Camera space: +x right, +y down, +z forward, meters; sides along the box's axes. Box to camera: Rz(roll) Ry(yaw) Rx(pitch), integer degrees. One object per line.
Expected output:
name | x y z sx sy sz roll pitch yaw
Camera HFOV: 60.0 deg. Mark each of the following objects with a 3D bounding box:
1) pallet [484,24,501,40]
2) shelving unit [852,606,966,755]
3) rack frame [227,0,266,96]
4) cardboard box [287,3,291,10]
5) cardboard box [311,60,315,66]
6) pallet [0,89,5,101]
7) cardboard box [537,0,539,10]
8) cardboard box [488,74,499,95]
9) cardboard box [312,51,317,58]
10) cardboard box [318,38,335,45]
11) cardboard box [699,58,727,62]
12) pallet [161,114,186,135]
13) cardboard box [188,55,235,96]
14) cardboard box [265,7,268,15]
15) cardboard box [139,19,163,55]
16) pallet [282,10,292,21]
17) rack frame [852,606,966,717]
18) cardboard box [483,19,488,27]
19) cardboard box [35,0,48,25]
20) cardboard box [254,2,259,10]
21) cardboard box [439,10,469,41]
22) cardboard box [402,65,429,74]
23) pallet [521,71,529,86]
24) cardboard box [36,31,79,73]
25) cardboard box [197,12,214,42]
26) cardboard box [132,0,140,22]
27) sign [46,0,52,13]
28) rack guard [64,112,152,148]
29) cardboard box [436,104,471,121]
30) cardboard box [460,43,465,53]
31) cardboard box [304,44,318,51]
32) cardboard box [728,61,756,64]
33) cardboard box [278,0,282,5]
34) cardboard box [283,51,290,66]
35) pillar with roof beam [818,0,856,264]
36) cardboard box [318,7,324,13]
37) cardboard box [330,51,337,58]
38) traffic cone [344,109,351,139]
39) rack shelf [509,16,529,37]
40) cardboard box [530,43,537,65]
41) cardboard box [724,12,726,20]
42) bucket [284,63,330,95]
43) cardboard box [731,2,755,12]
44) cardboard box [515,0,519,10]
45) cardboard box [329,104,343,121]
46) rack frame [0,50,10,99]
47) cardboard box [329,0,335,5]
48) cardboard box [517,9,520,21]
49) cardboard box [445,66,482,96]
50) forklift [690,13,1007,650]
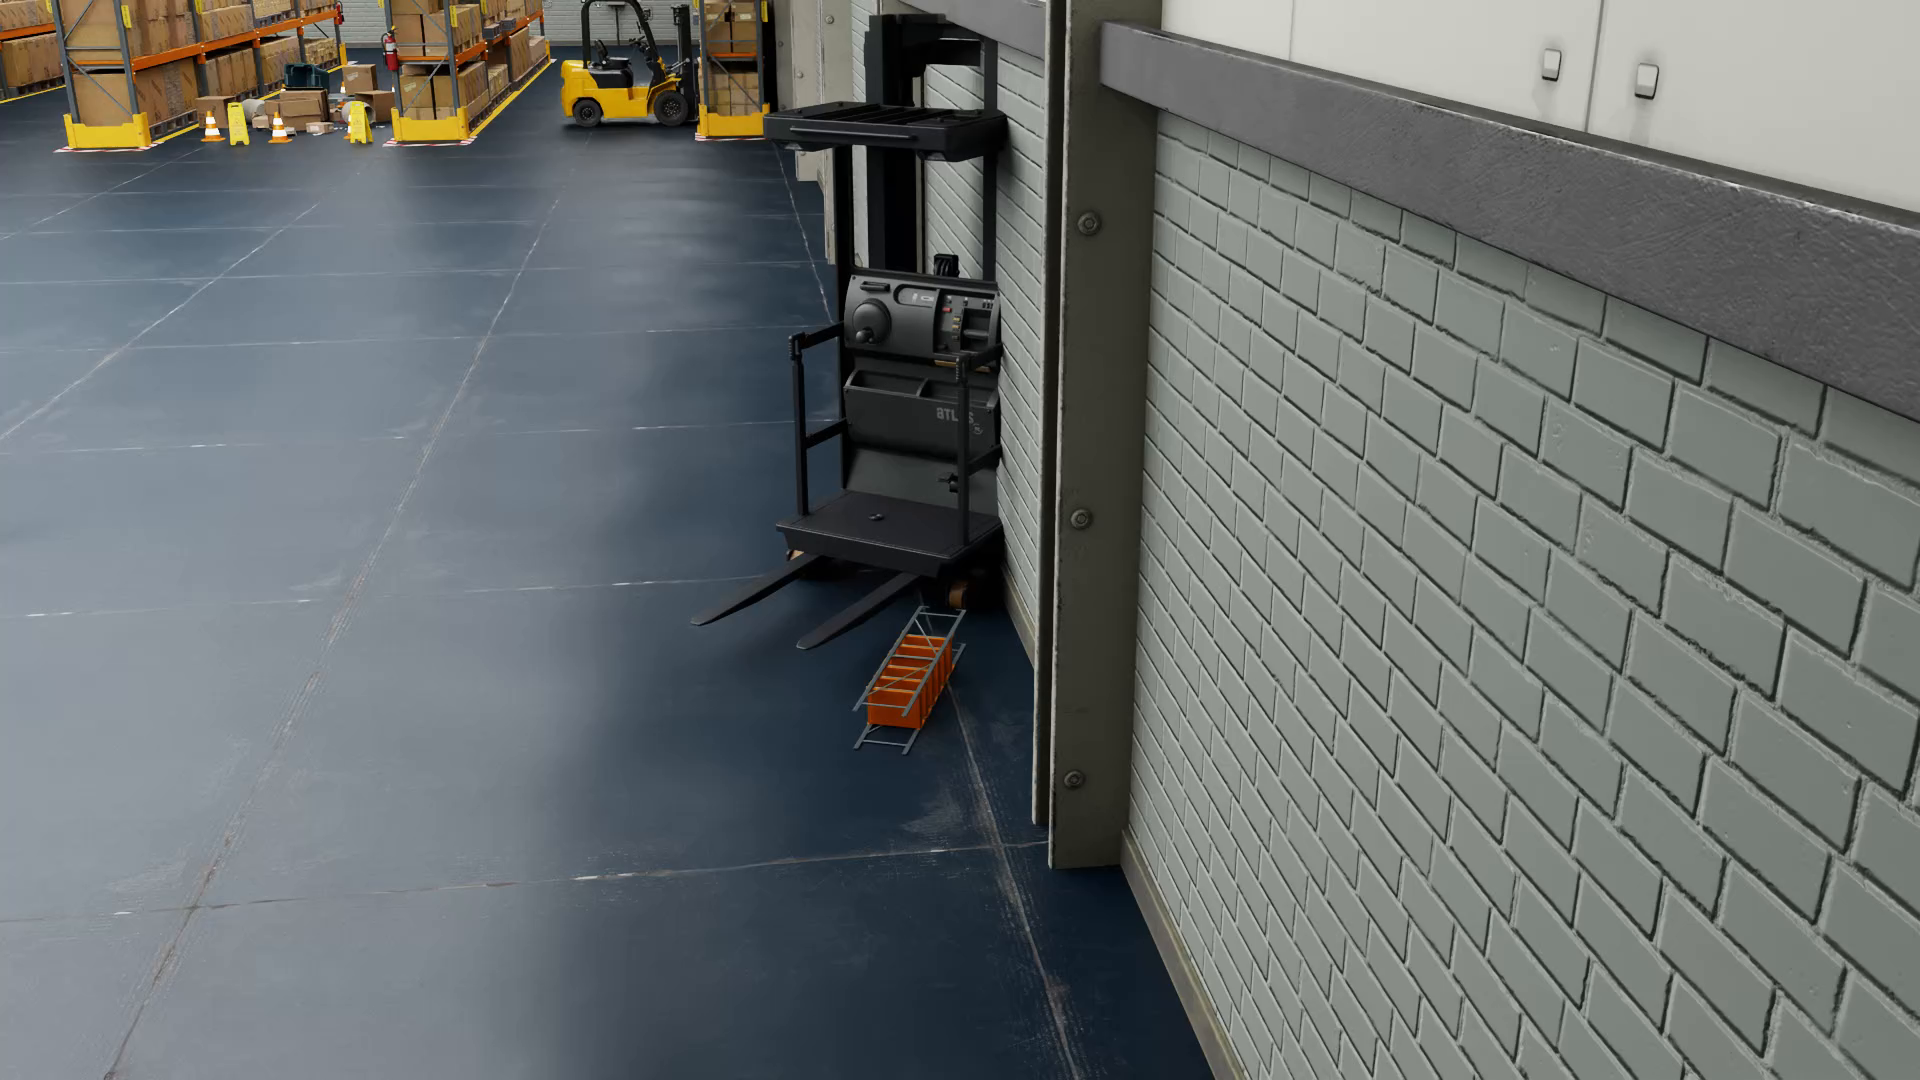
pallet | -9.235 -9.562 31.305 1.003 0.211 1.213 -3 21 -8
shelving unit | -0.217 0.631 7.750 0.258 0.189 1.200 5 21 12
rack frame | -14.729 -10.480 33.489 1.000 3.000 0.127 -3 21 -8
cardboard box | -15.052 -11.817 36.826 0.380 0.149 0.250 -3 21 -9
cardboard box | -15.078 -10.961 38.250 0.380 0.149 0.250 -2 21 -6
pallet | -19.540 -8.688 32.676 1.003 0.211 1.213 -3 21 -8
cardboard box | -10.609 -13.253 40.771 0.500 0.500 0.500 -3 21 -9
cardboard box | -9.453 -8.776 32.081 0.950 0.372 0.625 -2 21 -4
cardboard box | -15.289 -11.363 38.902 0.380 0.149 0.250 -2 21 -5
cardboard box | -15.555 -12.219 40.770 0.380 0.149 0.250 -3 21 -7
cardboard box | -4.598 -8.825 30.959 0.500 0.250 0.500 -3 21 -9
pallet | -13.941 -7.098 28.420 1.003 0.211 1.213 -3 21 -8
cardboard box | -14.466 -8.783 31.559 1.050 0.750 0.750 -3 21 -8
cardboard box | -14.752 -11.096 34.897 0.380 0.149 0.250 -2 21 -6
cardboard box | -13.731 -8.296 27.427 0.875 0.550 0.550 -3 21 -8
pallet | -15.339 -11.503 36.502 1.003 0.211 1.213 -3 21 -8
rack frame | -0.217 0.545 7.718 0.240 0.006 1.200 5 21 12
cardboard box | -9.035 -9.666 31.068 0.380 0.149 0.250 -3 21 -7
cardboard box | -19.744 -11.196 35.264 0.500 0.500 0.500 -3 21 -8
cardboard box | -14.641 -10.970 34.134 0.380 0.149 0.250 -2 21 -5
cardboard box | -8.638 -8.715 28.194 0.500 0.500 0.500 -3 21 -9
cardboard box | -9.185 -7.947 28.036 0.380 0.149 0.250 -2 21 -6
pallet | -10.057 -10.157 36.608 1.003 0.211 1.213 -3 21 -8
cardboard box | -20.116 -10.631 36.328 1.225 0.875 0.875 -3 21 -8
cardboard box | -13.962 -9.338 30.287 0.500 0.500 0.500 -3 21 -7
cardboard box | -13.761 -8.603 26.704 0.875 0.550 0.550 -3 21 -8
sign | -14.114 -8.341 25.768 0.100 0.325 0.005 -3 21 -8
rack guard | -13.572 -6.531 26.488 1.175 0.500 0.348 -3 21 -8
cardboard box | -8.534 -7.197 28.028 0.500 0.250 0.500 -3 21 -8
cardboard box | -8.535 -8.278 27.952 0.380 0.149 0.250 -3 21 -7
cardboard box | -15.232 -11.500 38.842 0.380 0.149 0.250 -2 21 -7
cardboard box | -4.007 -8.673 30.552 0.500 0.250 0.500 -3 21 -9
cardboard box | -14.937 -11.684 36.046 0.380 0.149 0.250 -4 21 -10
cardboard box | -14.806 -10.292 35.957 0.500 0.500 0.500 -3 21 -9
pillar with roof beam | -5.519 -6.972 15.521 9.100 9.000 0.400 -3 21 -8
cardboard box | -15.437 -12.680 39.737 0.380 0.149 0.250 -4 21 -10
cardboard box | -15.462 -11.856 40.646 0.380 0.149 0.250 -2 21 -6
traffic cone | -10.030 -6.890 27.503 0.336 0.463 0.334 -3 21 -8
rack shelf | -10.133 -11.120 36.231 1.077 0.370 4.000 -3 21 -8
cardboard box | -10.406 -11.369 38.930 0.875 0.438 0.875 -3 21 -9
cardboard box | -4.151 -8.883 28.143 0.380 0.149 0.250 -3 21 -7
bucket | -11.851 -8.343 30.273 0.726 0.611 0.620 4 11 11
cardboard box | -3.617 -8.864 27.666 0.380 0.149 0.250 -3 21 -9
cardboard box | -9.867 -11.645 36.108 0.500 0.250 0.500 -3 21 -7
cardboard box | -11.275 -7.709 29.976 0.396 0.266 0.258 17 27 39
rack frame | -19.651 -10.265 32.913 1.000 3.000 0.127 -3 21 -8
cardboard box | -15.562 -13.294 40.454 0.500 0.500 0.500 -2 21 -7
cardboard box | -9.981 -11.585 36.661 0.500 0.250 0.500 -3 21 -9
cardboard box | -8.768 -8.096 29.363 0.500 0.500 0.500 -2 21 -5
forklift | -0.296 -1.179 8.683 1.130 2.935 3.031 11 23 26
